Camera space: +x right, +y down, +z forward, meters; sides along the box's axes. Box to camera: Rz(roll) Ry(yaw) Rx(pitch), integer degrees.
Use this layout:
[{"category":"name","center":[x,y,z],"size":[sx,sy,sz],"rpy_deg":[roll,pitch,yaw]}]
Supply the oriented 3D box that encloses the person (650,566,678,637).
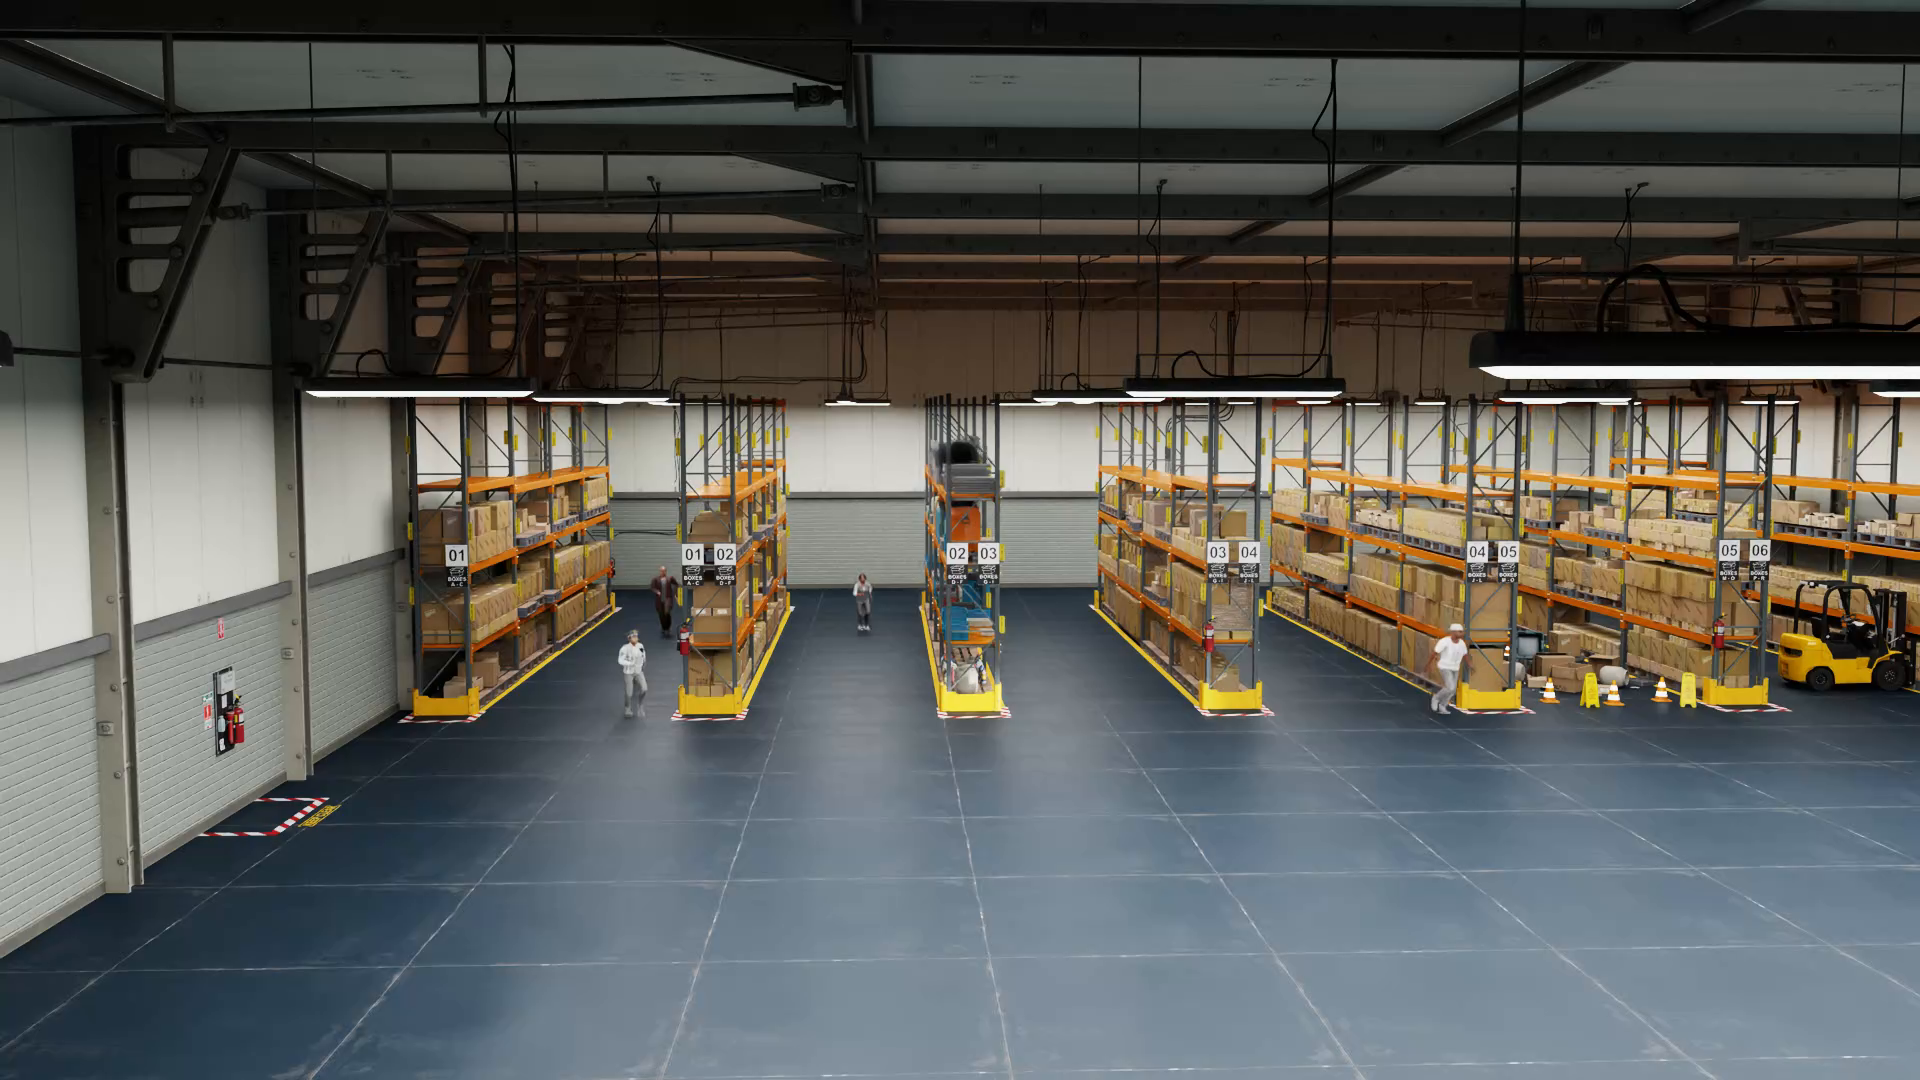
[{"category":"person","center":[-7.442,1.543,41.790],"size":[0.662,1.780,0.848],"rpy_deg":[0,5,-2]}]

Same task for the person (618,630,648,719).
[{"category":"person","center":[-6.032,2.471,30.728],"size":[0.604,1.660,0.751],"rpy_deg":[-3,5,-30]}]

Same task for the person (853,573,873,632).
[{"category":"person","center":[-2.479,1.595,42.576],"size":[0.538,1.526,0.886],"rpy_deg":[-1,5,-12]}]

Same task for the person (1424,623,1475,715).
[{"category":"person","center":[9.156,2.408,31.003],"size":[0.691,1.723,0.756],"rpy_deg":[-3,5,-31]}]
